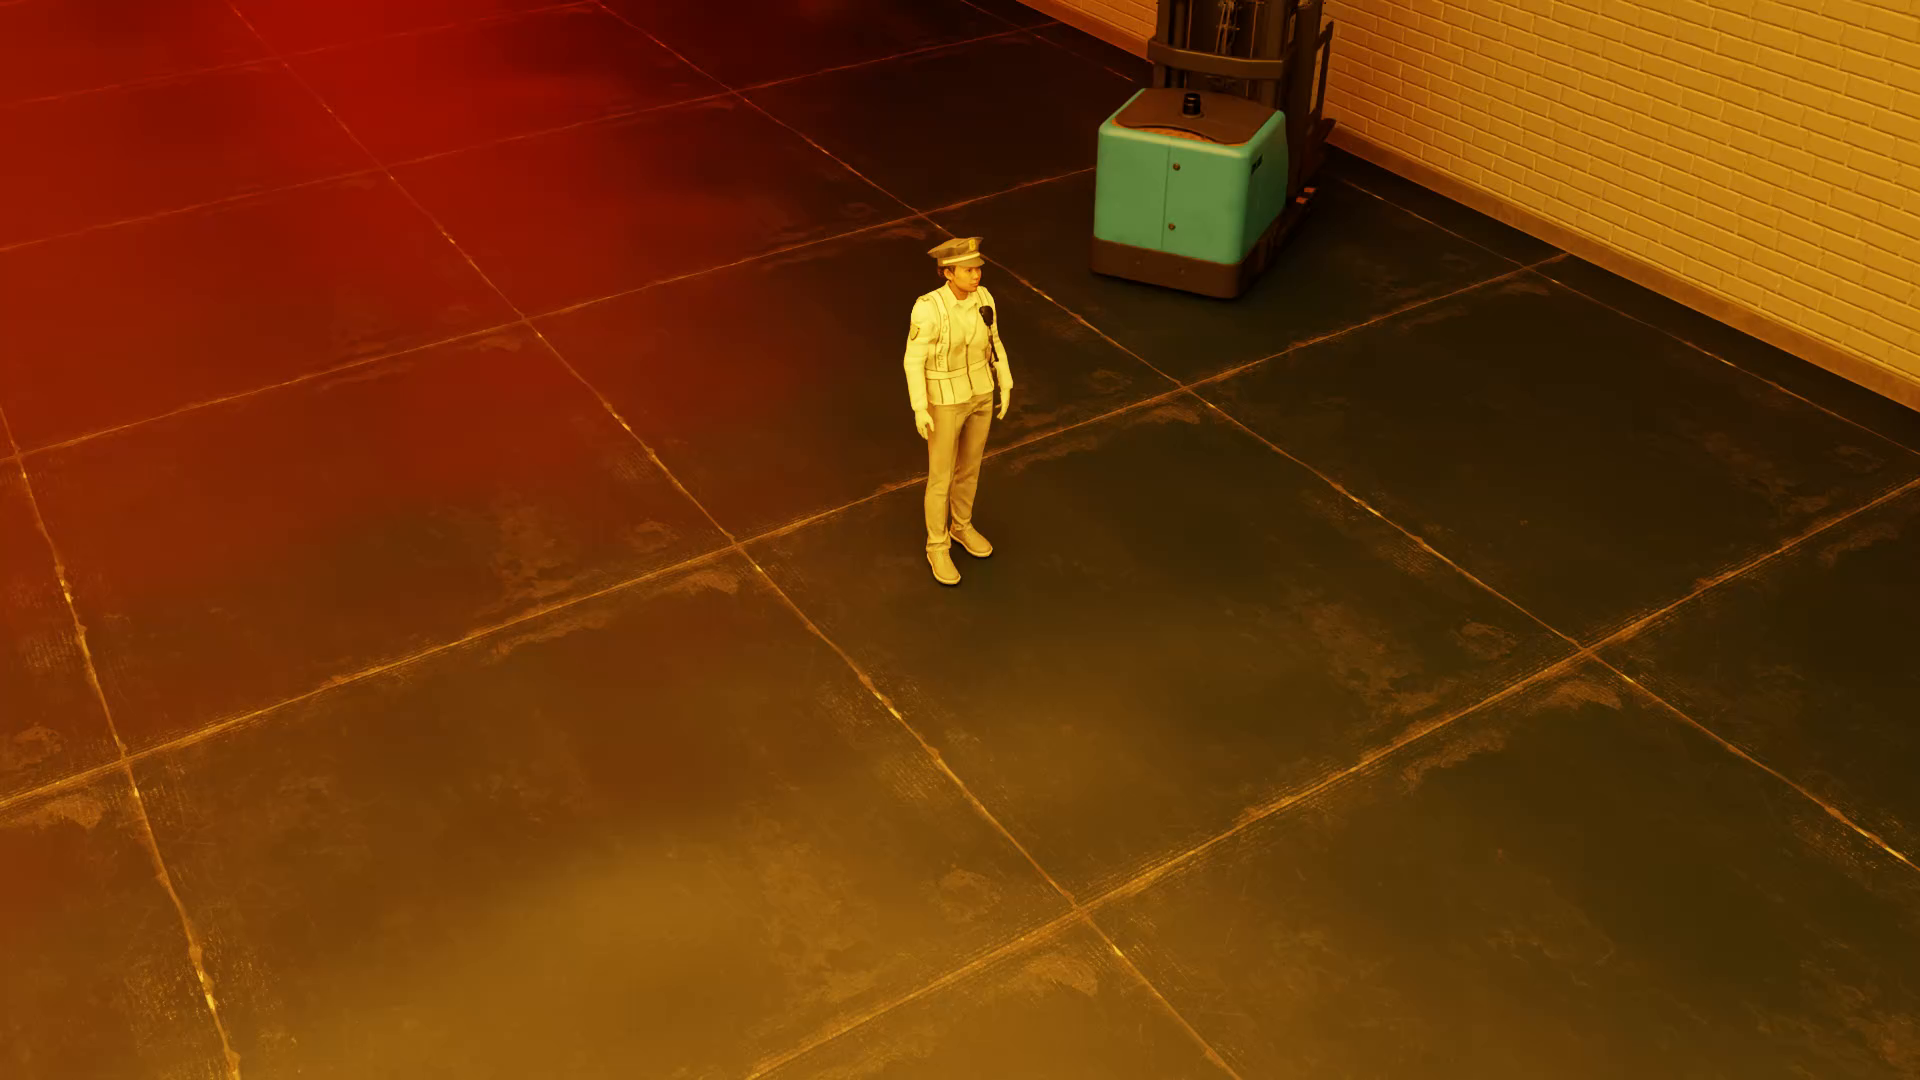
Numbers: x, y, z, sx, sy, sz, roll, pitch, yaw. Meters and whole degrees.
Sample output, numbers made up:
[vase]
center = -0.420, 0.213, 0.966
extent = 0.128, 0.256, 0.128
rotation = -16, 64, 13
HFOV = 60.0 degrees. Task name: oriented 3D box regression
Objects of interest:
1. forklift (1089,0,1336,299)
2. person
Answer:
[forklift]
center = 1.967, -3.601, 11.273
extent = 1.130, 2.935, 3.031
rotation = 16, 38, 21
[person]
center = 0.031, -0.665, 8.157
extent = 0.588, 1.696, 0.533
rotation = -21, 40, -27
